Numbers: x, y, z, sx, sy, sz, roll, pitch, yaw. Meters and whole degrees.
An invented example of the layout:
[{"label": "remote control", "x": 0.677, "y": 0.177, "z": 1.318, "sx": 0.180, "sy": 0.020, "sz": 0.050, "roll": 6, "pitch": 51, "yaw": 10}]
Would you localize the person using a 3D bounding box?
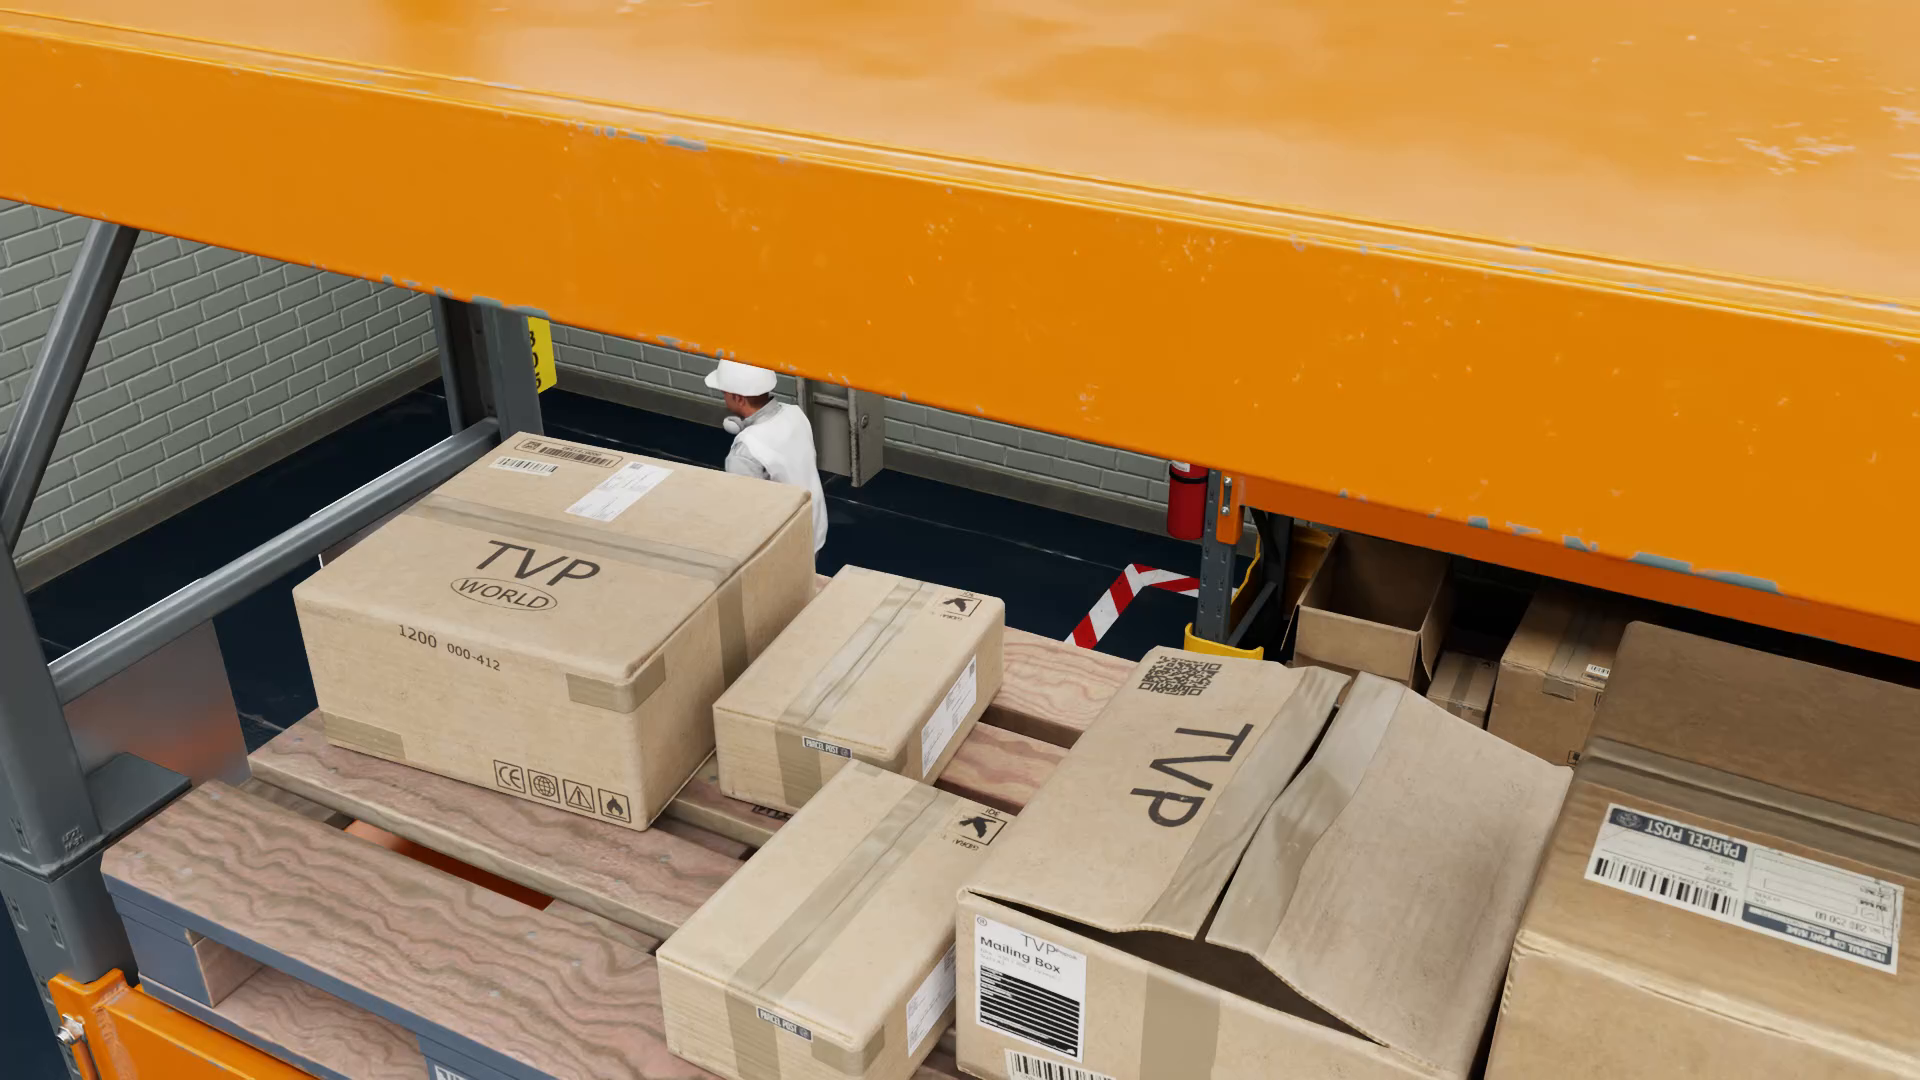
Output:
[{"label": "person", "x": -0.805, "y": 0.007, "z": 7.089, "sx": 0.458, "sy": 1.773, "sz": 0.592, "roll": 13, "pitch": 32, "yaw": 21}]
